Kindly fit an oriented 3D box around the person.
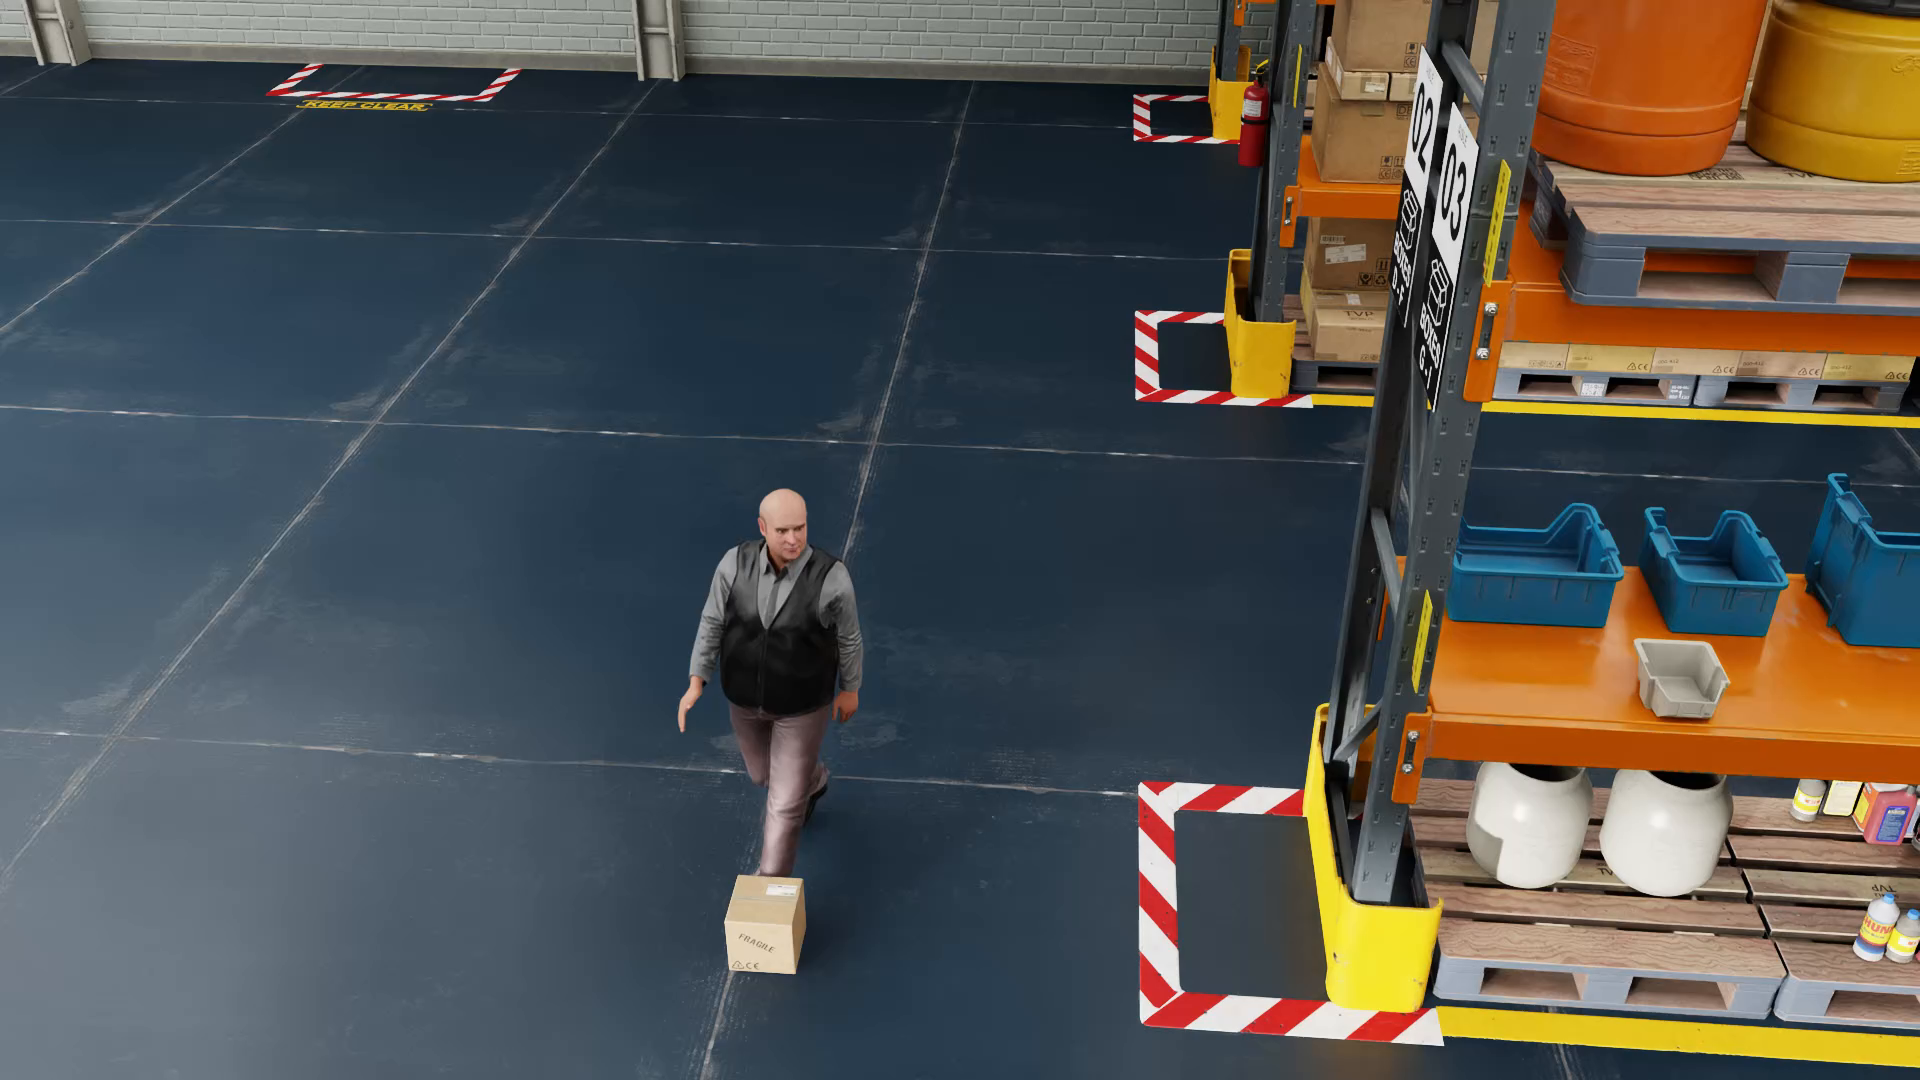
[{"bbox_3d":[-0.703,0.614,6.197,0.590,1.676,0.941,9,33,14],"label":"person"}]
